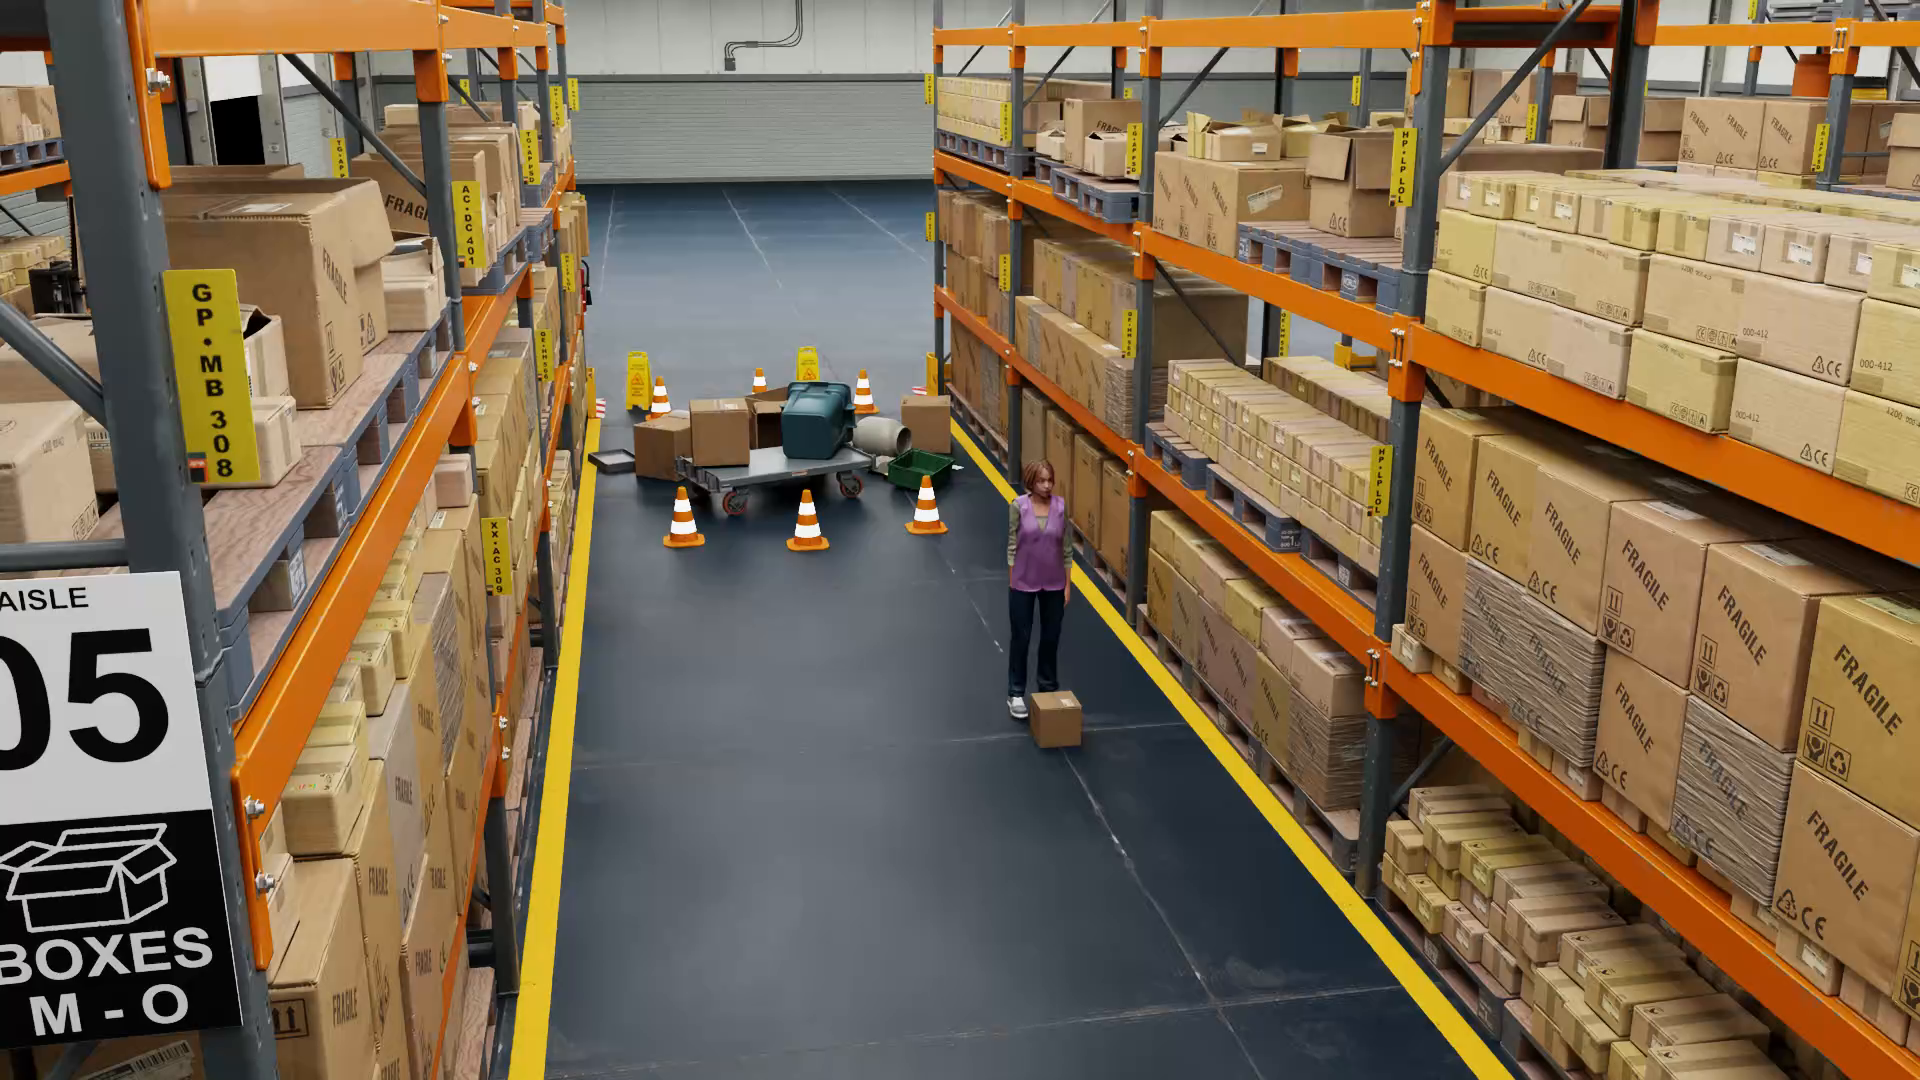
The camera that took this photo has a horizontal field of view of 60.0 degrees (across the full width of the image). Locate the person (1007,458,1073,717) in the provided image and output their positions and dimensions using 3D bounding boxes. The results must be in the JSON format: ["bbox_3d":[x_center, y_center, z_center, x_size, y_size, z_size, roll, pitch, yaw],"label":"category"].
[{"bbox_3d":[0.486,0.287,10.097,0.404,1.604,0.303,-3,17,-10],"label":"person"}]
